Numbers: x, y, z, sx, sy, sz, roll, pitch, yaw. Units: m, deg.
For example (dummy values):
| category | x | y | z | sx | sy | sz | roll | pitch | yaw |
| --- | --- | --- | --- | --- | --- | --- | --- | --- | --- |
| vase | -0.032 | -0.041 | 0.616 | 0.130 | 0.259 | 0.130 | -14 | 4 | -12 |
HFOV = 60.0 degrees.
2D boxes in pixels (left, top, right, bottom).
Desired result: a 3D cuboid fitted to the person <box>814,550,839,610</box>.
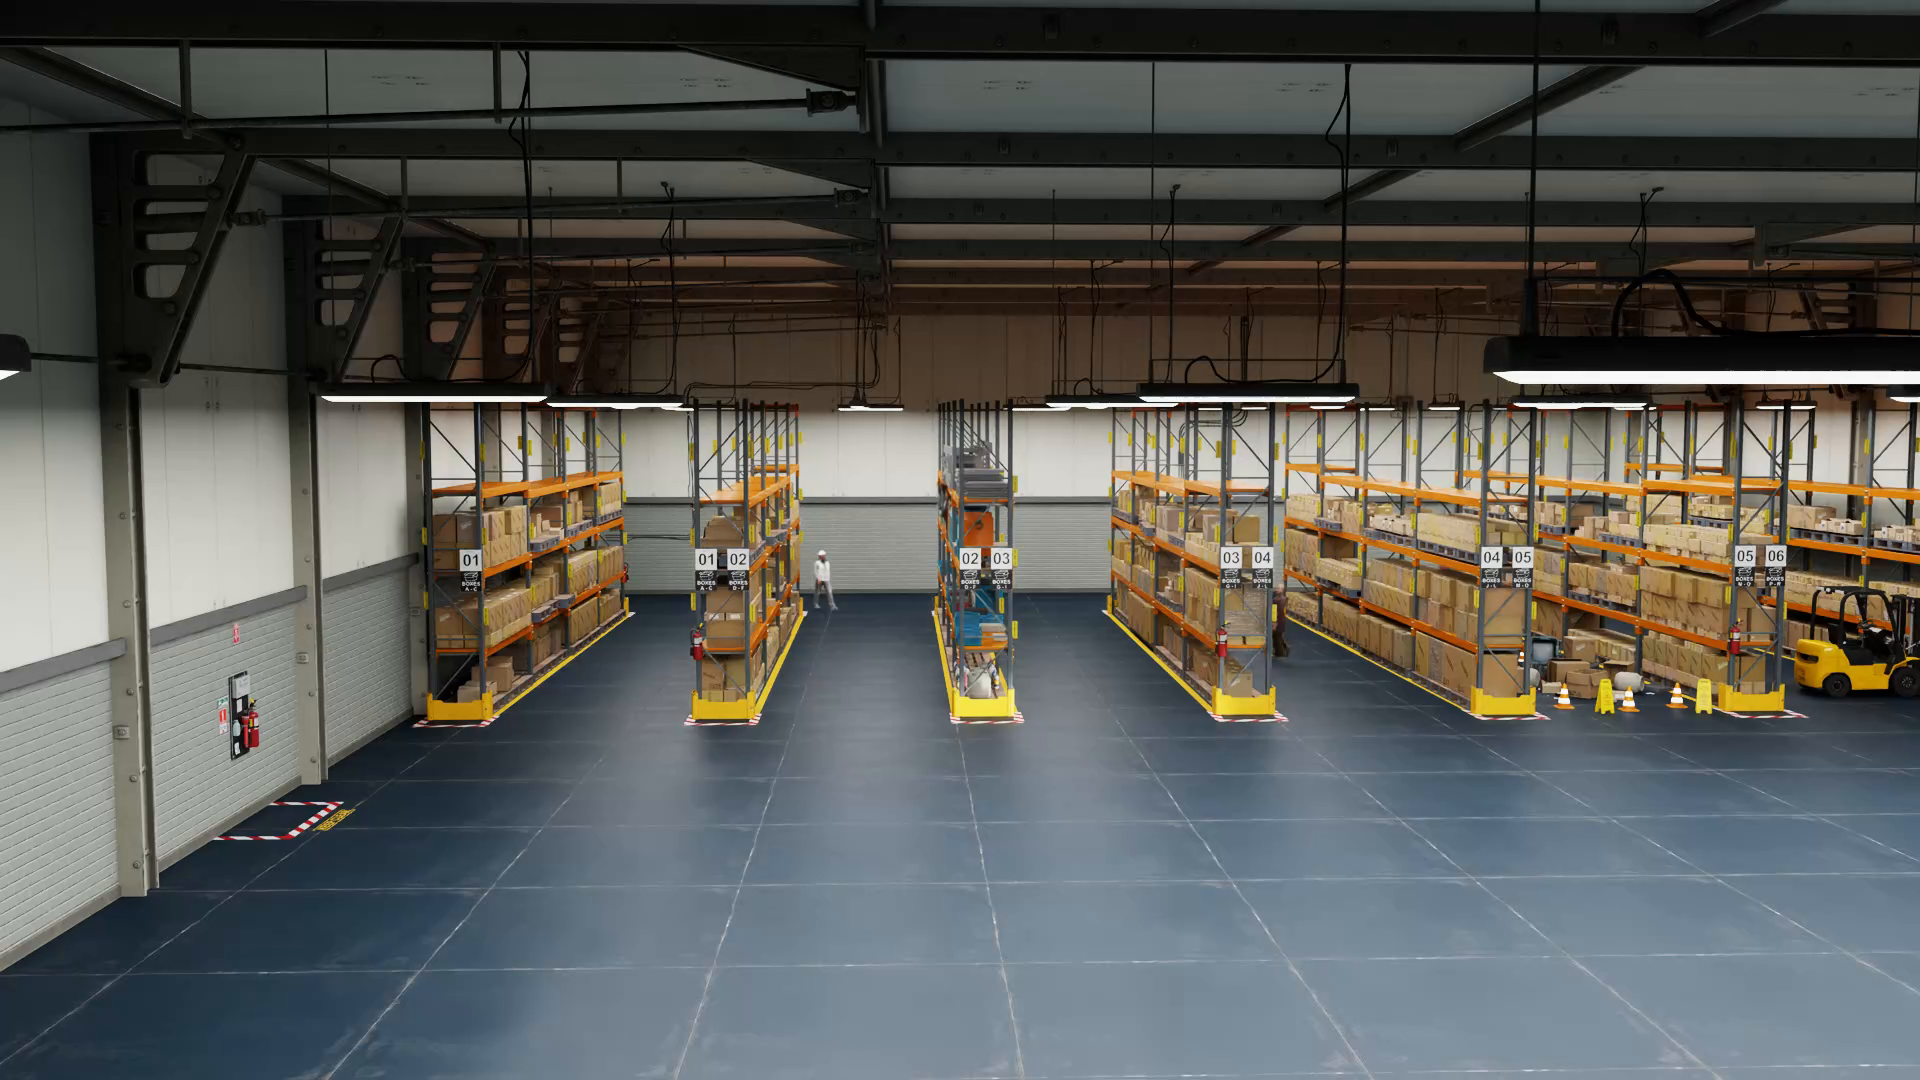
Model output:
| category | x | y | z | sx | sy | sz | roll | pitch | yaw |
| --- | --- | --- | --- | --- | --- | --- | --- | --- | --- |
| person | -3.969 | 1.165 | 48.268 | 0.578 | 1.713 | 1.024 | -3 | 5 | -31 |

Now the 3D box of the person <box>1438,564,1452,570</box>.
| category | x | y | z | sx | sy | sz | roll | pitch | yaw |
| --- | --- | --- | --- | --- | --- | --- | --- | --- | --- |
| person | 14.457 | 1.104 | 49.500 | 0.866 | 1.679 | 0.565 | -1 | 4 | -8 |

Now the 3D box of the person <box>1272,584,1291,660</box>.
| category | x | y | z | sx | sy | sz | roll | pitch | yaw |
| --- | --- | --- | --- | --- | --- | --- | --- | --- | --- |
| person | 7.382 | 1.896 | 38.577 | 0.542 | 1.769 | 0.605 | 2 | 5 | 23 |
